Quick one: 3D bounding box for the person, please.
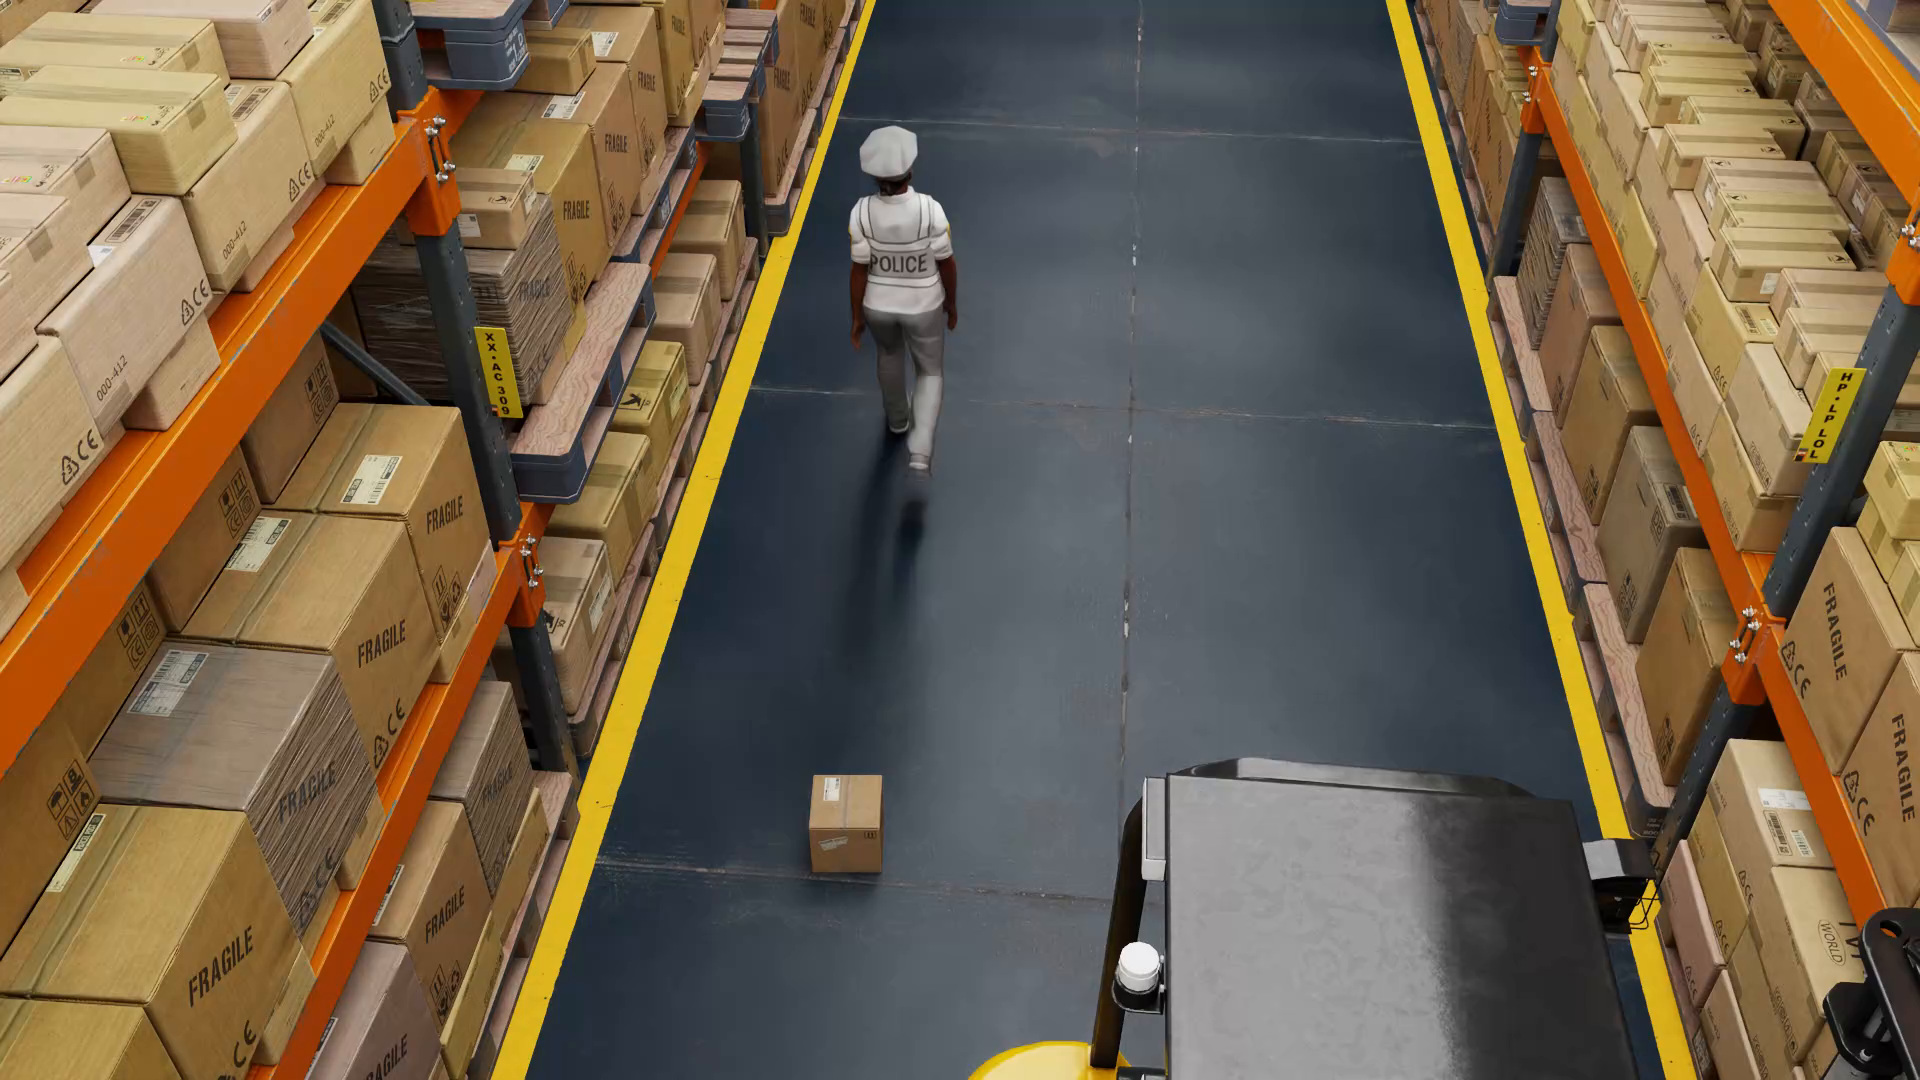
[{"bbox_3d":[-0.264,-0.937,7.387,0.383,1.321,0.680,4,40,4],"label":"person"}]
